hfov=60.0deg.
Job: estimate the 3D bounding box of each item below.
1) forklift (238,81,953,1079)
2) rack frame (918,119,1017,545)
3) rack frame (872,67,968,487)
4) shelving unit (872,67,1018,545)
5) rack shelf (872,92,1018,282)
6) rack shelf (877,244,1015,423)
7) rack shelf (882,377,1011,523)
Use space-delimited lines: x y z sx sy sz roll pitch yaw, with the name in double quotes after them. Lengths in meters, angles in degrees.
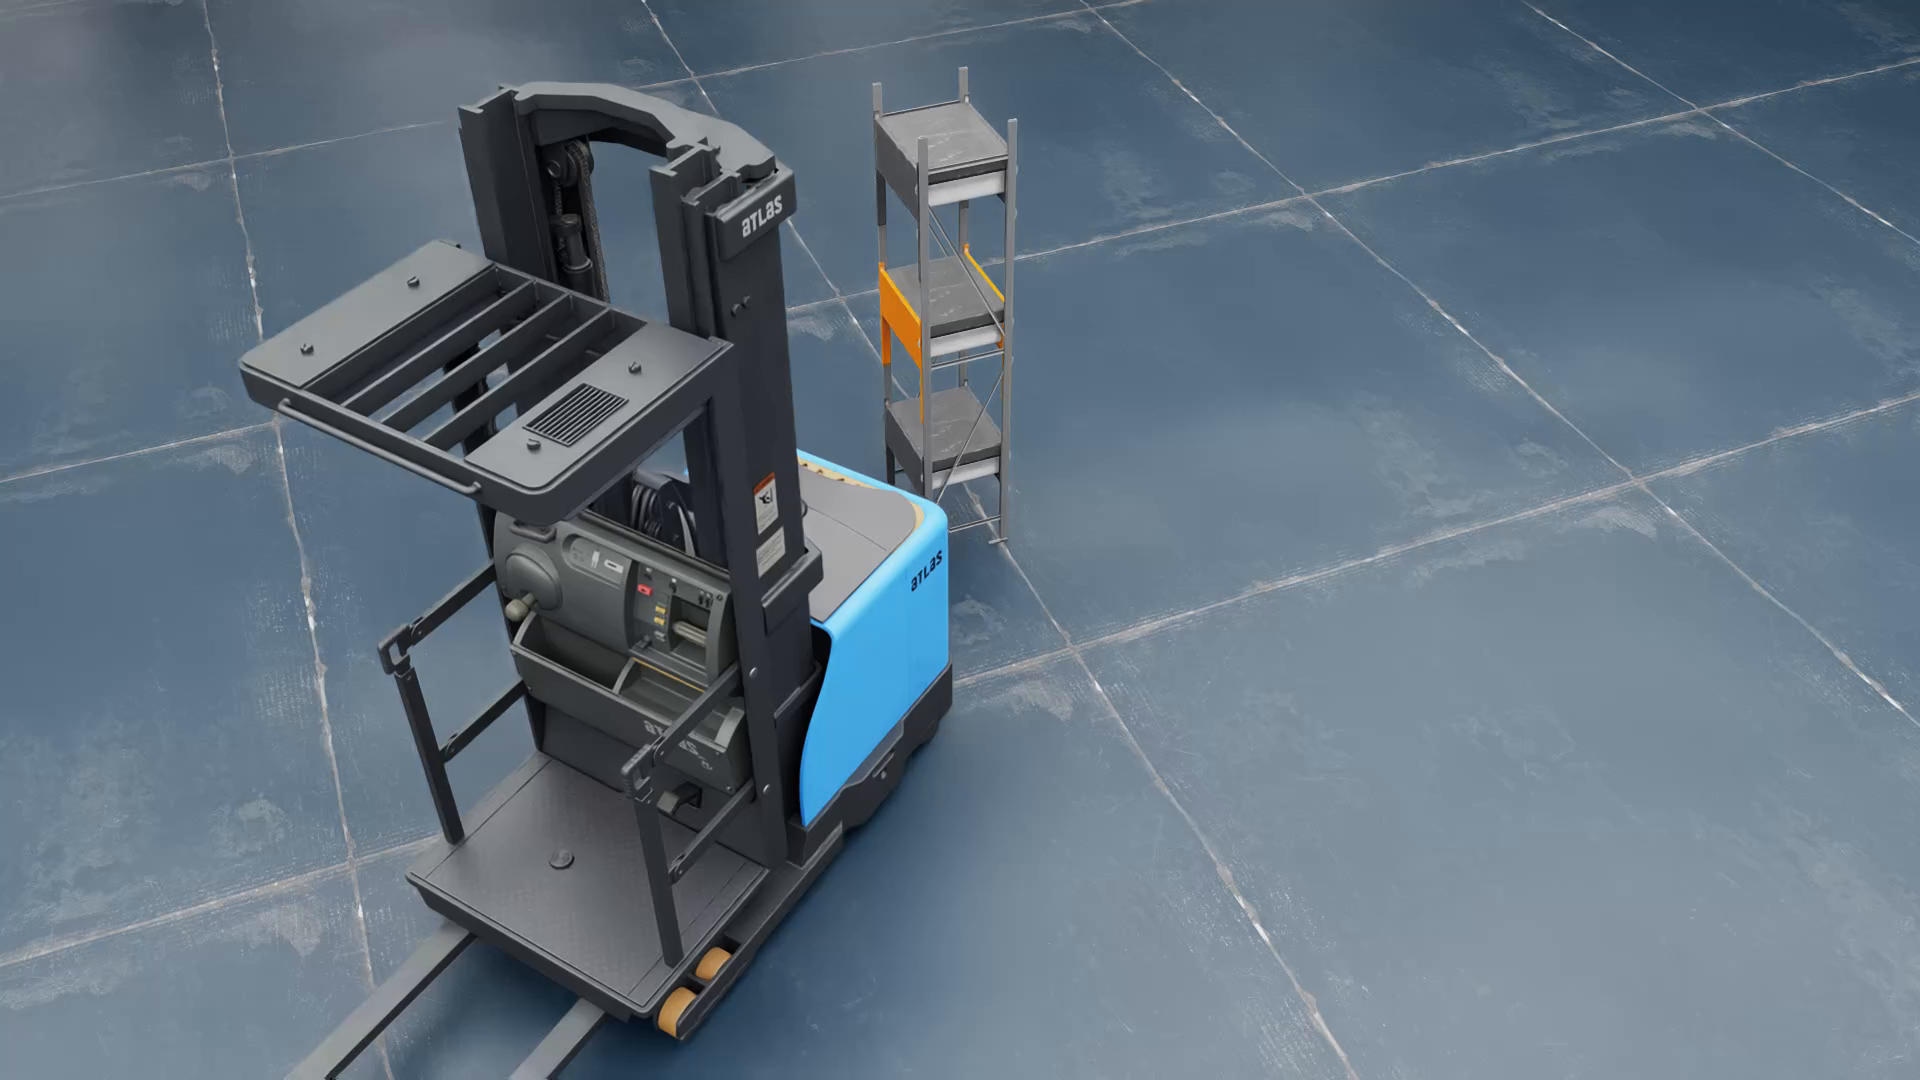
-1.228 0.237 5.145 1.130 2.935 3.031 22 45 23 "forklift"
0.030 -0.749 6.929 0.400 2.100 0.015 -15 43 -17 "rack frame"
-0.157 -1.043 7.271 0.400 2.100 0.015 -15 43 -17 "rack frame"
-0.063 -0.896 7.100 0.431 2.100 0.503 -15 43 -17 "shelving unit"
-0.063 -1.416 6.652 0.431 0.518 0.480 -15 43 -17 "rack shelf"
-0.063 -0.885 7.109 0.431 0.518 0.480 -15 43 -17 "rack shelf"
-0.063 -0.355 7.565 0.431 0.518 0.480 -15 43 -17 "rack shelf"
